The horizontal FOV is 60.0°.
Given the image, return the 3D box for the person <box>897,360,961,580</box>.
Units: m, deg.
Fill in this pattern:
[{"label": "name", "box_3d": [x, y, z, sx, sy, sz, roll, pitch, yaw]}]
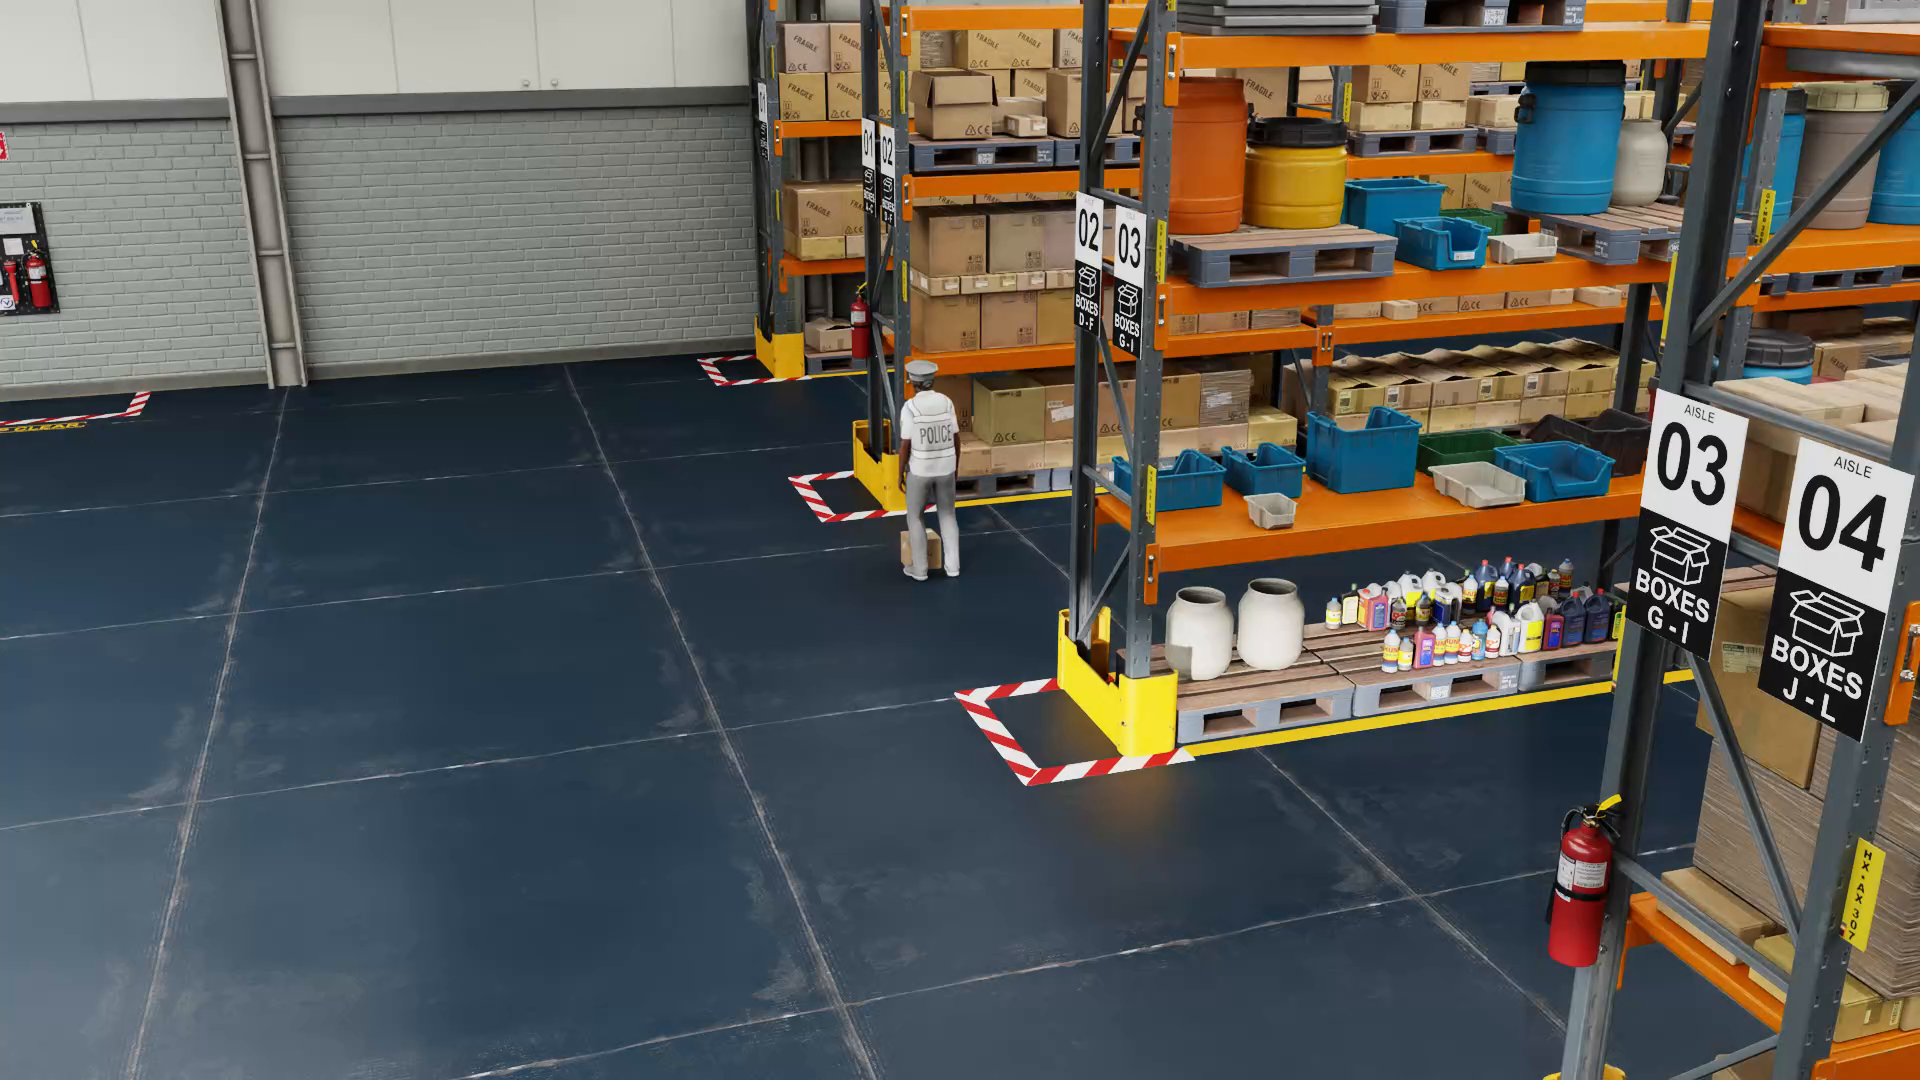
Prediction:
[{"label": "person", "box_3d": [-0.215, -0.513, 12.533, 0.512, 1.657, 0.398, -8, 21, -21]}]
